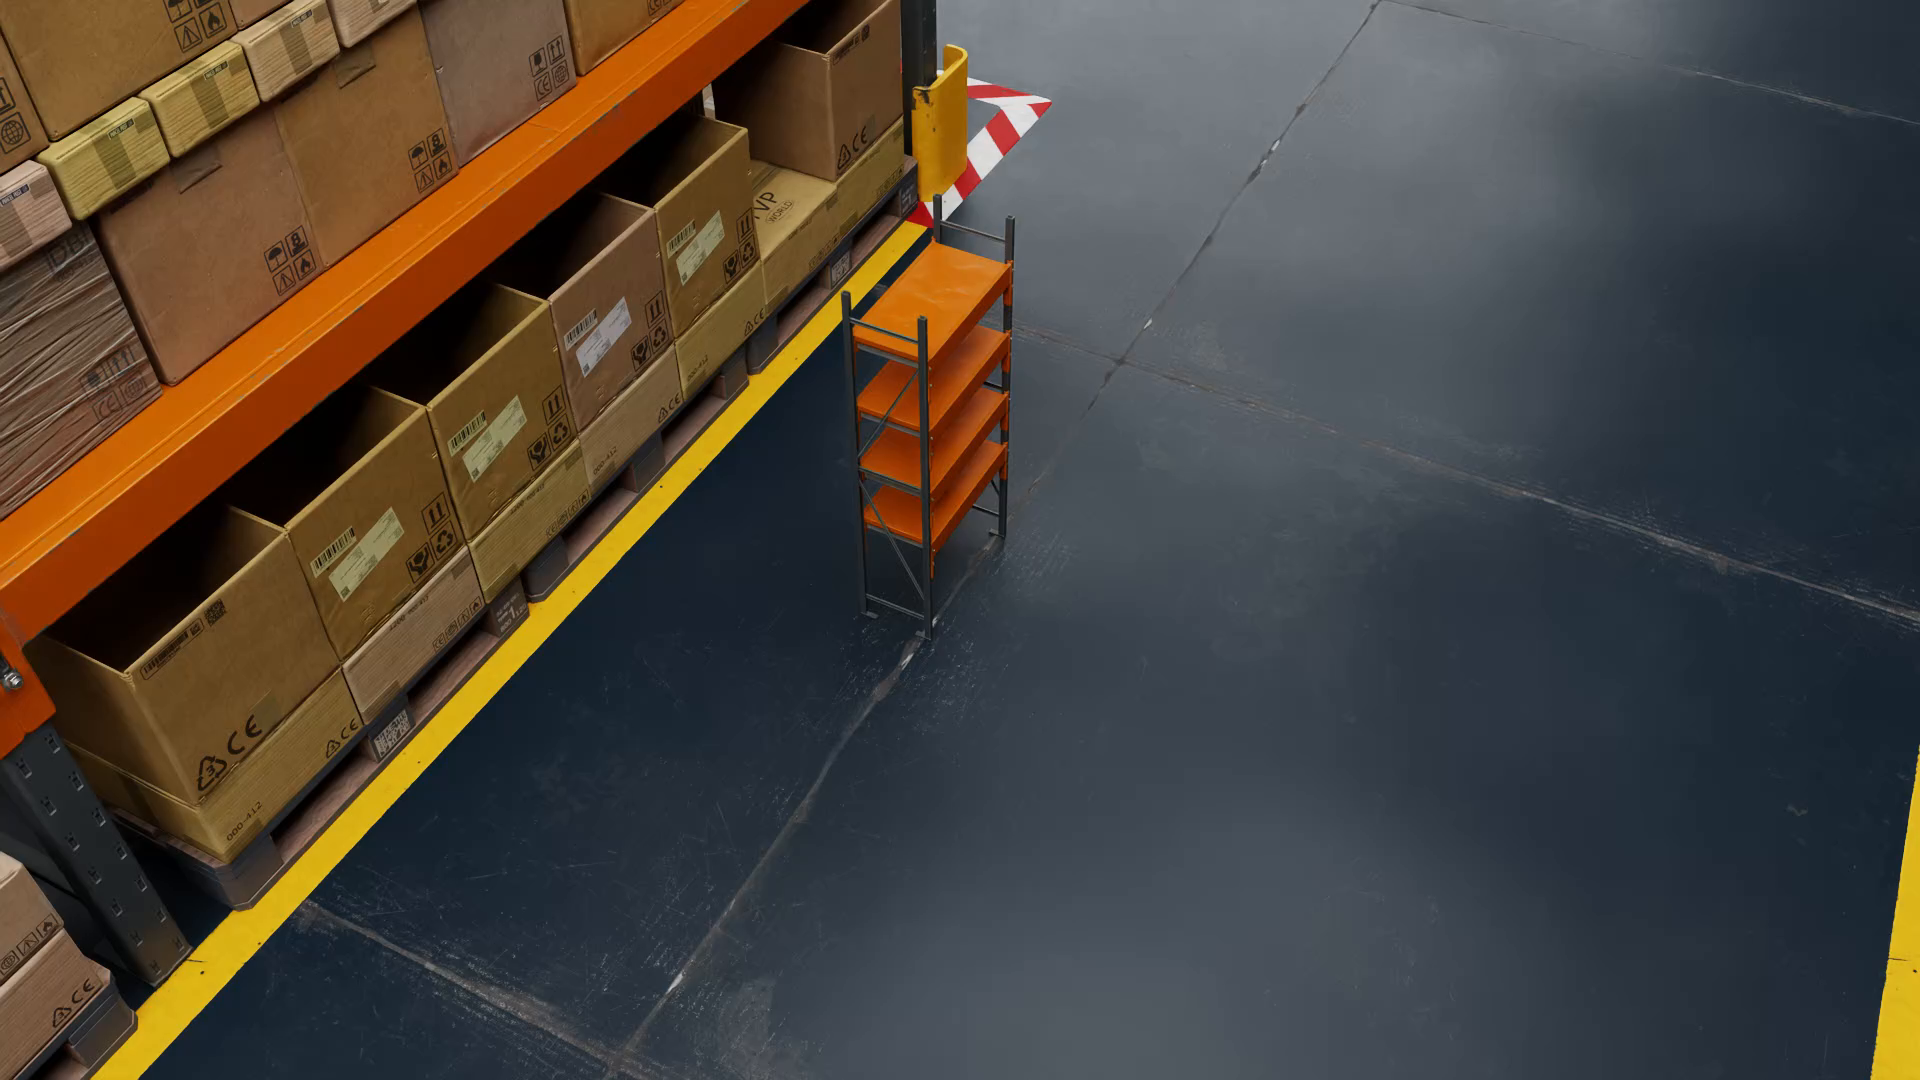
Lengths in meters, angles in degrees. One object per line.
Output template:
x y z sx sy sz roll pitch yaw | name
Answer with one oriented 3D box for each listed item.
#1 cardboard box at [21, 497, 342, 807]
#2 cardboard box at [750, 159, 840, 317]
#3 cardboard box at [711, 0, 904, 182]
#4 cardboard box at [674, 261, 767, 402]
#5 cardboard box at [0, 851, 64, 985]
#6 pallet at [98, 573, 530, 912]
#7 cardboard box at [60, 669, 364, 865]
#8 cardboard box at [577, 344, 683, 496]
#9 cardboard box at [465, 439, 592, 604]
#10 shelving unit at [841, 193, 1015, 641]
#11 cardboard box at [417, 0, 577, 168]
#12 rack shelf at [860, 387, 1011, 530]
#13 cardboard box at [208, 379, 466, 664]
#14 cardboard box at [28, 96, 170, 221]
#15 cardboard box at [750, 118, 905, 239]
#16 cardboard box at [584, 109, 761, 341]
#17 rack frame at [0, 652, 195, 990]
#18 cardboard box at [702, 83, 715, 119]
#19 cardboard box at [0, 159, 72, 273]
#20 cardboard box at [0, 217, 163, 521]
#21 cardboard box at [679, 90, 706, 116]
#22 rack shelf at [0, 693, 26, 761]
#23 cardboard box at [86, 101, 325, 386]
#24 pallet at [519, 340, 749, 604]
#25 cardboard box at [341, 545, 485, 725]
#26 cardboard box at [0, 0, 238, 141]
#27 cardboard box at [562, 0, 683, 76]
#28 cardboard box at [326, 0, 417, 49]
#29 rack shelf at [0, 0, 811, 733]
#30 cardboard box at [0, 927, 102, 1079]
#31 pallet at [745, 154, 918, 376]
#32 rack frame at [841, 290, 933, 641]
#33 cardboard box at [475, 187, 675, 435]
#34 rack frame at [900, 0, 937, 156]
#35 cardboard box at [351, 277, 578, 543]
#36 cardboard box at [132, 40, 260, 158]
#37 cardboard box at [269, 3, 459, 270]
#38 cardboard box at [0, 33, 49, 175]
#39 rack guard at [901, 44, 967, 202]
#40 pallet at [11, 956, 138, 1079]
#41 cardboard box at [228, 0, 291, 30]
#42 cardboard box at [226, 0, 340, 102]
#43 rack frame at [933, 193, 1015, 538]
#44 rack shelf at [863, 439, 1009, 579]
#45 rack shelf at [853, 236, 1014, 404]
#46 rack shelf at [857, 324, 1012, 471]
-1.922 0.228 4.026 0.500 0.500 0.500 20 49 19 | cardboard box
-0.766 -1.085 5.851 0.500 0.250 0.500 20 49 19 | cardboard box
-0.543 -1.667 5.899 0.500 0.500 0.500 20 49 19 | cardboard box
-0.997 -0.769 5.539 0.500 0.250 0.500 20 49 19 | cardboard box
-2.348 0.833 3.561 0.500 0.311 0.500 20 49 19 | cardboard box
-2.008 0.355 4.751 1.003 0.211 1.213 20 49 19 | pallet
-1.930 0.488 4.296 0.500 0.250 0.500 20 49 19 | cardboard box
-1.230 -0.455 5.229 0.500 0.250 0.500 20 49 19 | cardboard box
-1.457 -0.138 4.915 0.500 0.250 0.500 20 49 19 | cardboard box
-0.077 -0.317 4.720 0.258 1.200 0.503 20 49 19 | shelving unit
-1.502 -1.427 4.481 0.700 0.500 0.500 22 49 20 | cardboard box
-0.077 -0.270 4.768 0.258 0.148 0.480 20 49 19 | rack shelf
-1.696 -0.089 4.340 0.500 0.500 0.500 20 49 19 | cardboard box
-1.883 -0.828 3.433 0.380 0.149 0.250 19 48 18 | cardboard box
-0.545 -1.404 6.167 0.500 0.250 0.500 20 49 19 | cardboard box
-0.994 -1.032 5.272 0.500 0.500 0.500 20 49 19 | cardboard box
-2.414 -0.138 3.278 1.000 3.000 0.127 20 49 19 | rack frame
-1.003 -1.575 6.336 0.500 0.250 0.500 20 49 19 | cardboard box
-2.002 -0.665 3.272 0.380 0.149 0.250 21 49 20 | cardboard box
-2.214 -0.455 3.521 0.700 0.500 0.500 19 48 18 | cardboard box
-1.234 -1.523 5.757 0.500 0.500 0.500 20 49 19 | cardboard box
-3.343 1.374 2.288 1.077 0.370 4.000 20 49 19 | rack shelf
-1.975 -0.790 3.851 0.700 0.500 0.500 20 49 19 | cardboard box
-1.443 -0.417 5.513 1.003 0.211 1.213 20 49 19 | pallet
-1.694 0.175 4.606 0.500 0.250 0.500 20 49 19 | cardboard box
-1.980 -1.230 3.374 0.700 0.500 0.500 20 49 19 | cardboard box
-1.261 -1.760 4.810 0.700 0.500 0.500 21 49 19 | cardboard box
-1.523 -1.320 3.919 0.380 0.149 0.250 19 48 18 | cardboard box
-1.486 -1.145 4.779 1.077 0.370 4.000 20 49 19 | rack shelf
-2.350 1.037 3.754 0.500 0.250 0.500 20 49 19 | cardboard box
-0.875 -1.183 6.270 1.003 0.211 1.213 20 49 19 | pallet
-0.190 -0.164 4.568 0.240 1.200 0.015 20 49 19 | rack frame
-1.227 -0.718 4.961 0.500 0.500 0.500 20 49 19 | cardboard box
-0.557 -2.658 5.768 1.000 3.000 0.127 20 49 19 | rack frame
-1.457 -0.402 4.649 0.500 0.500 0.500 20 49 19 | cardboard box
-1.763 -0.994 3.597 0.380 0.149 0.250 20 49 19 | cardboard box
-1.738 -1.104 4.162 0.700 0.500 0.500 21 49 20 | cardboard box
-2.214 -0.911 3.059 0.700 0.500 0.500 21 49 19 | cardboard box
-0.546 -1.795 6.672 1.175 0.500 0.348 20 49 19 | rack guard
-2.722 1.319 3.798 1.003 0.211 1.213 20 49 19 | pallet
-1.747 -1.545 3.686 0.700 0.500 0.500 20 49 19 | cardboard box
-1.645 -1.151 3.752 0.380 0.149 0.250 19 48 18 | cardboard box
0.036 -0.471 4.872 0.240 1.200 0.015 20 49 19 | rack frame
-0.077 -0.131 4.909 0.258 0.148 0.480 20 49 19 | rack shelf
-0.077 -0.594 4.441 0.258 0.148 0.480 20 49 19 | rack shelf
-0.077 -0.427 4.609 0.258 0.148 0.480 20 49 19 | rack shelf
